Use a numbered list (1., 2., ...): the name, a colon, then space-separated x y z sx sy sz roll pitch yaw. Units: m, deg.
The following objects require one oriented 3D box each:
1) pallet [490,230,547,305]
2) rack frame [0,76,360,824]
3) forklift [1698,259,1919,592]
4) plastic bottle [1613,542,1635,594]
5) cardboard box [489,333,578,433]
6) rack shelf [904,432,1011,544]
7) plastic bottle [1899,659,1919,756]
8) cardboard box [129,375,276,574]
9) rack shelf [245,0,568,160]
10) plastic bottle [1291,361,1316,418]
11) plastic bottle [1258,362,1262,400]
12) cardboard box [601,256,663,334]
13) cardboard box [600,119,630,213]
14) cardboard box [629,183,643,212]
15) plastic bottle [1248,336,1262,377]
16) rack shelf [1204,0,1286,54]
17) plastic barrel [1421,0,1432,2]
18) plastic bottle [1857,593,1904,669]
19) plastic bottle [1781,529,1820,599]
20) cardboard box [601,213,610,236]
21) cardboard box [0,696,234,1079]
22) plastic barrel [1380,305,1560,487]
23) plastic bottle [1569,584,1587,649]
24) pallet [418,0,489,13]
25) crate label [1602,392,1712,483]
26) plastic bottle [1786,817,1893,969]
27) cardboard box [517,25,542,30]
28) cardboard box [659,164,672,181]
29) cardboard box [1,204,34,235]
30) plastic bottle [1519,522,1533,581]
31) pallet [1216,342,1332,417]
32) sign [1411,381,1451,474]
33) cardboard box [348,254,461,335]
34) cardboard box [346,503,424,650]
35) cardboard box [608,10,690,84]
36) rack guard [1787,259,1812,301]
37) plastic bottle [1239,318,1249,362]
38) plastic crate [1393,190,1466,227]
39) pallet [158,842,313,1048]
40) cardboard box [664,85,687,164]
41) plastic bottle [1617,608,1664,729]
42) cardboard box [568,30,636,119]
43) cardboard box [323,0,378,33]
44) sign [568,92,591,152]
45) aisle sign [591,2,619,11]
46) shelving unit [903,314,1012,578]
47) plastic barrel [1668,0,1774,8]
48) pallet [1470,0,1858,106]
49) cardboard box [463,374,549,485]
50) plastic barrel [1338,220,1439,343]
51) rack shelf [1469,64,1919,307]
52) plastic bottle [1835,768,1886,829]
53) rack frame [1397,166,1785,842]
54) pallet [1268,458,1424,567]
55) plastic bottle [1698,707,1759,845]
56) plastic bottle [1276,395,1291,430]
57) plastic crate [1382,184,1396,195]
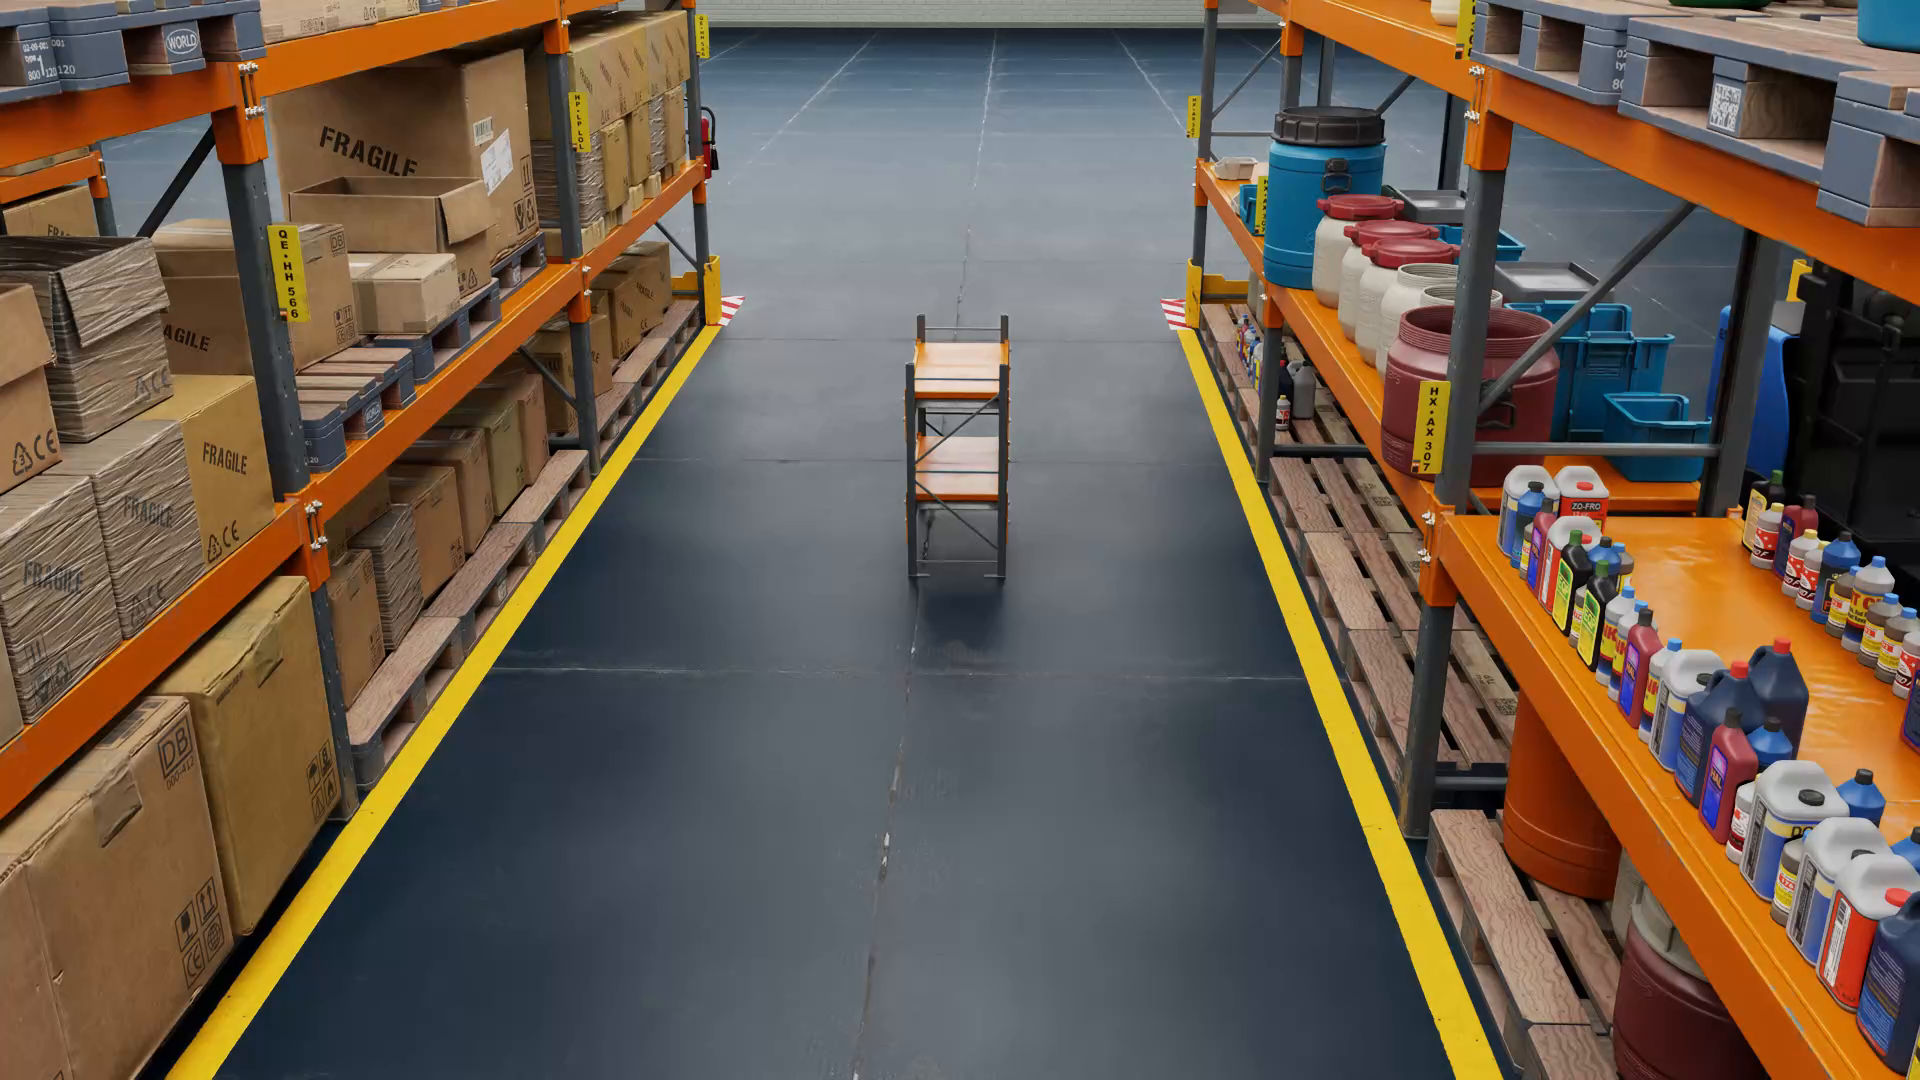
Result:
1. pallet: -2.851 -1.438 8.852 1.003 0.211 1.213 1 21 2
2. rack frame: -2.804 -0.355 5.798 1.000 3.000 0.127 1 21 2
3. forklift: 4.900 -1.202 8.075 1.130 2.935 3.031 0 21 -1
4. plastic bottle: 1.921 0.106 4.882 0.097 0.201 0.097 0 21 0
5. cardboard box: -2.630 -0.976 10.274 0.500 0.500 0.500 0 21 0
6. rack shelf: 0.000 -0.294 8.908 0.538 0.278 1.000 1 21 2
7. plastic bottle: 2.376 0.383 4.057 0.061 0.283 0.133 1 21 2
8. cardboard box: -2.571 -0.221 5.313 0.500 0.500 0.500 1 21 3
9. rack shelf: -2.743 -2.142 7.250 1.077 0.370 4.000 1 21 2
10. plastic bottle: 2.144 -0.952 10.389 0.144 0.351 0.185 1 21 2
11. plastic bottle: 1.969 -1.051 10.737 0.061 0.283 0.133 2 21 5
12. cardboard box: -2.580 -1.836 12.490 0.500 0.500 0.500 6 22 16
13. cardboard box: -2.557 -2.329 10.336 0.875 0.500 0.500 1 21 2
14. cardboard box: -2.343 -2.302 11.161 0.380 0.149 0.250 1 21 2
15. plastic bottle: 2.004 -1.241 11.245 0.097 0.271 0.097 0 21 0
16. rack shelf: 2.329 -3.533 10.837 1.077 0.370 4.000 1 21 2
17. plastic barrel: 2.450 -2.957 7.662 0.600 0.901 0.600 0 21 0
18. plastic bottle: 2.517 0.244 4.529 0.097 0.201 0.097 0 21 0
19. plastic bottle: 2.532 0.068 4.983 0.097 0.201 0.097 0 21 0
20. cardboard box: -2.375 -1.940 10.229 0.380 0.149 0.250 1 21 2
21. cardboard box: -2.881 1.011 4.634 1.225 0.875 0.875 1 21 2
22. plastic barrel: 1.858 -0.535 6.074 0.600 0.536 0.708 1 21 2
23. plastic bottle: 1.761 0.202 4.637 0.097 0.201 0.097 0 21 0
24. pallet: -2.836 -2.516 7.478 1.213 0.211 1.003 1 21 2
25. crate label: 2.534 -0.371 6.070 0.303 0.233 0.416 1 21 2
26. plastic bottle: 1.744 0.694 3.265 0.152 0.276 0.135 1 21 2
27. cardboard box: -2.895 -3.161 11.098 0.500 0.500 0.500 1 21 2
28. cardboard box: -2.351 -2.754 12.327 0.380 0.149 0.250 1 21 2
29. cardboard box: -7.495 -1.980 12.343 0.875 0.875 0.875 0 21 1
30. plastic bottle: 1.776 0.021 5.102 0.097 0.201 0.097 0 21 0
31. pallet: 2.365 -1.132 11.654 1.003 0.211 1.213 1 21 2
32. sign: 1.596 -0.381 5.637 0.100 0.325 0.005 1 21 2
33. cardboard box: -2.523 -1.085 7.305 0.500 0.250 0.500 0 21 0
34. cardboard box: -2.800 0.162 7.313 0.700 0.500 0.500 -1 21 -3
35. cardboard box: -2.331 -3.698 12.481 0.500 0.500 0.500 1 21 2
36. rack guard: 7.342 -1.981 13.443 1.175 0.500 0.348 1 21 2
37. plastic bottle: 1.998 -1.398 11.633 0.061 0.283 0.133 1 21 3
38. plastic crate: 2.559 -1.599 8.914 0.402 0.464 0.583 1 21 2
39. pallet: -2.903 1.229 5.570 1.003 0.211 1.213 1 21 2
40. cardboard box: -2.500 -3.053 12.200 0.875 0.500 0.500 1 21 2
41. plastic bottle: 1.730 0.324 4.209 0.061 0.283 0.133 1 21 2
42. cardboard box: -2.385 -2.975 10.617 0.500 0.500 0.500 1 21 2
43. cardboard box: -2.519 -2.037 6.192 0.500 0.250 0.500 1 21 3
44. sign: -2.128 -2.337 9.304 0.100 0.325 0.005 1 21 2
45. aisle sign: -2.859 -4.486 12.849 0.394 0.787 0.004 1 21 2
46. shelving unit: 0.000 -0.522 8.819 0.538 1.125 1.048 1 21 2
47. plastic barrel: 1.885 -1.442 4.087 0.294 0.245 0.294 0 21 0
48. pallet: 2.026 -1.336 4.439 1.003 0.211 1.213 1 21 2
49. cardboard box: -2.723 -0.620 9.327 0.700 0.500 0.500 -1 21 -3
50. plastic barrel: 1.998 -1.202 7.792 0.433 0.535 0.433 0 21 0
51. rack shelf: 2.086 -0.641 3.382 1.077 0.370 4.000 1 21 2
52. plastic bottle: 1.877 0.607 3.496 0.097 0.271 0.097 0 21 0
53. rack frame: 2.147 -0.301 5.658 1.000 3.000 0.127 1 21 2
54. pallet: 2.283 -0.163 9.157 1.003 0.211 1.213 1 21 2
55. plastic bottle: 1.713 0.523 3.697 0.061 0.283 0.133 1 21 2
56. plastic bottle: 1.968 -0.782 10.159 0.097 0.201 0.097 0 21 0
57. plastic crate: 2.592 -2.136 10.681 0.450 0.188 0.662 1 21 2
